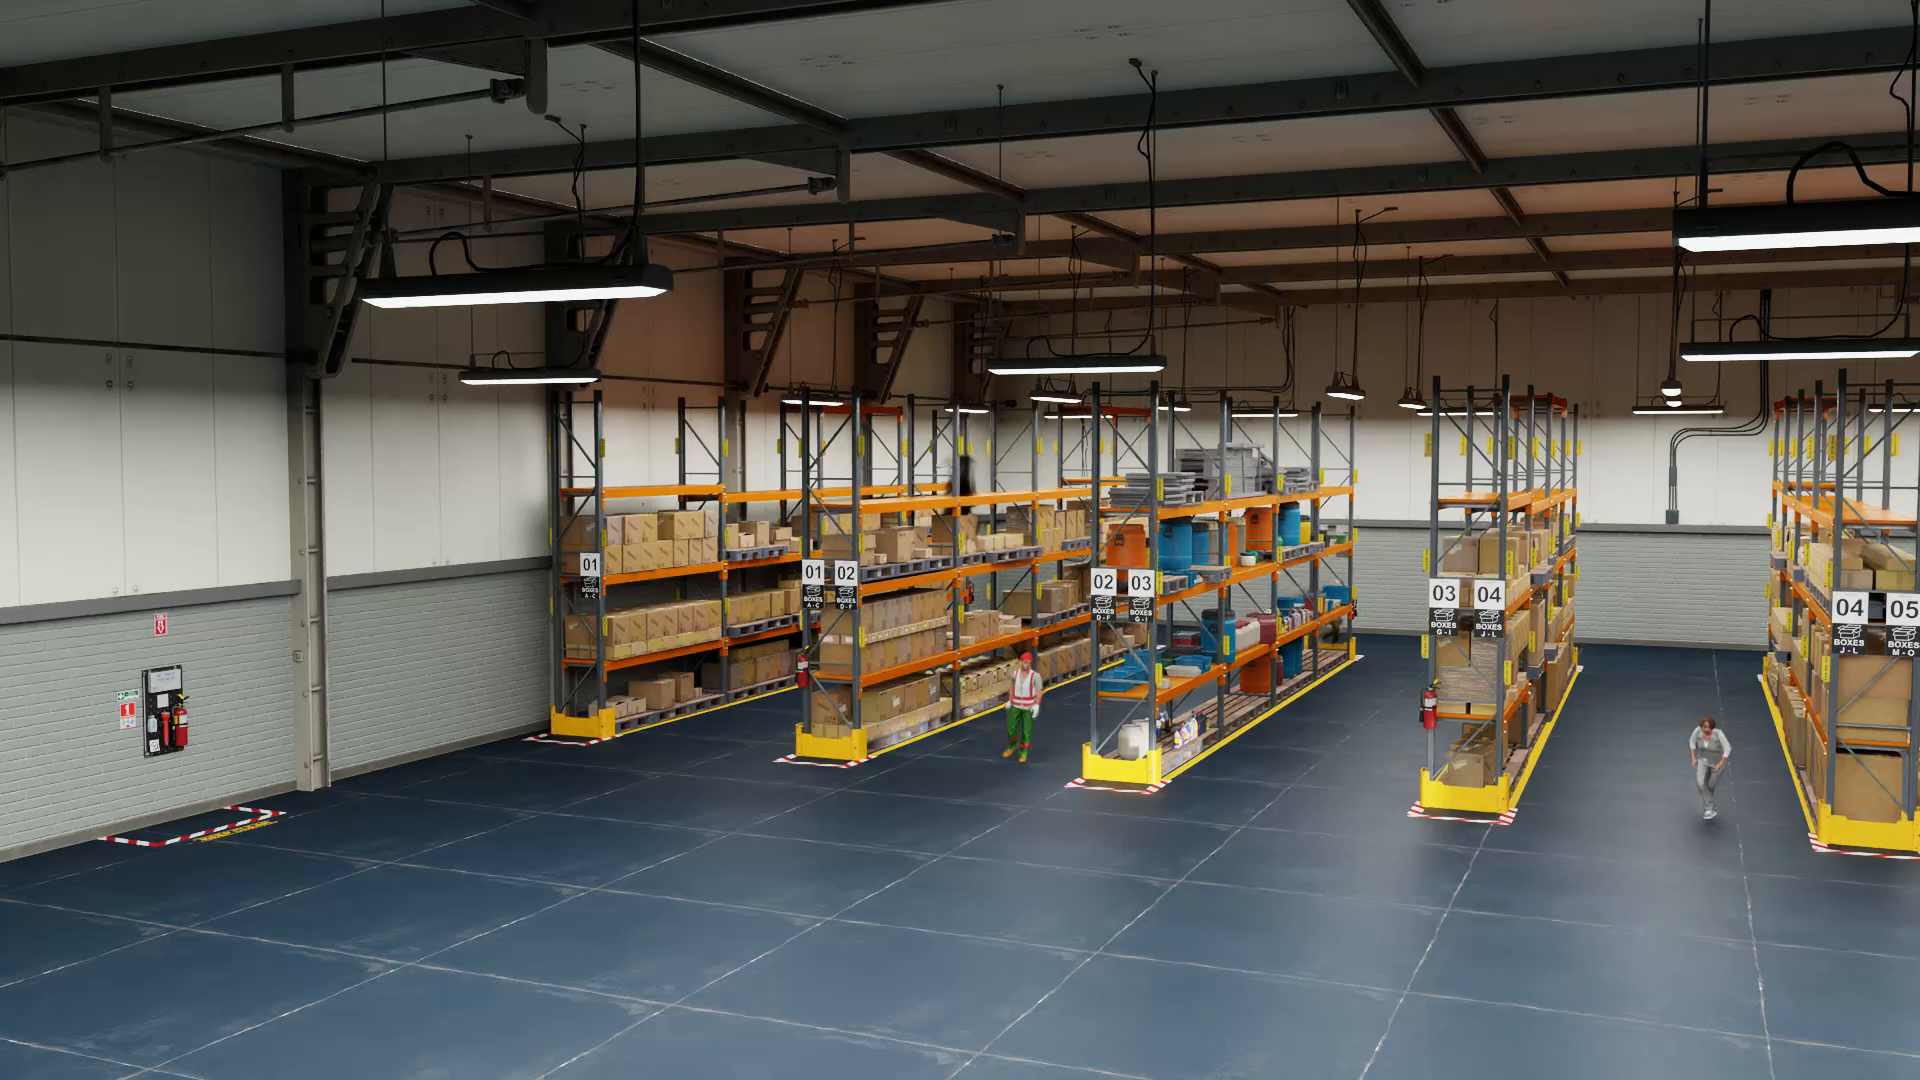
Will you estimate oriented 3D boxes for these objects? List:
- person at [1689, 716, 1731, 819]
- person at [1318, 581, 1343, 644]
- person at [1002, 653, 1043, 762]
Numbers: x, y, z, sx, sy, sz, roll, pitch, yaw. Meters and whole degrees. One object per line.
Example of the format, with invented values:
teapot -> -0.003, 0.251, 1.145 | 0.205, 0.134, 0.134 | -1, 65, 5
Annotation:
person -> 10.210, 3.057, 22.615 | 0.534, 1.407, 0.966 | 2, 4, 31
person -> 9.383, 1.965, 41.873 | 0.816, 1.533, 0.707 | -2, 4, -29
person -> 0.979, 2.649, 26.252 | 0.675, 1.747, 0.568 | 1, 3, 15
